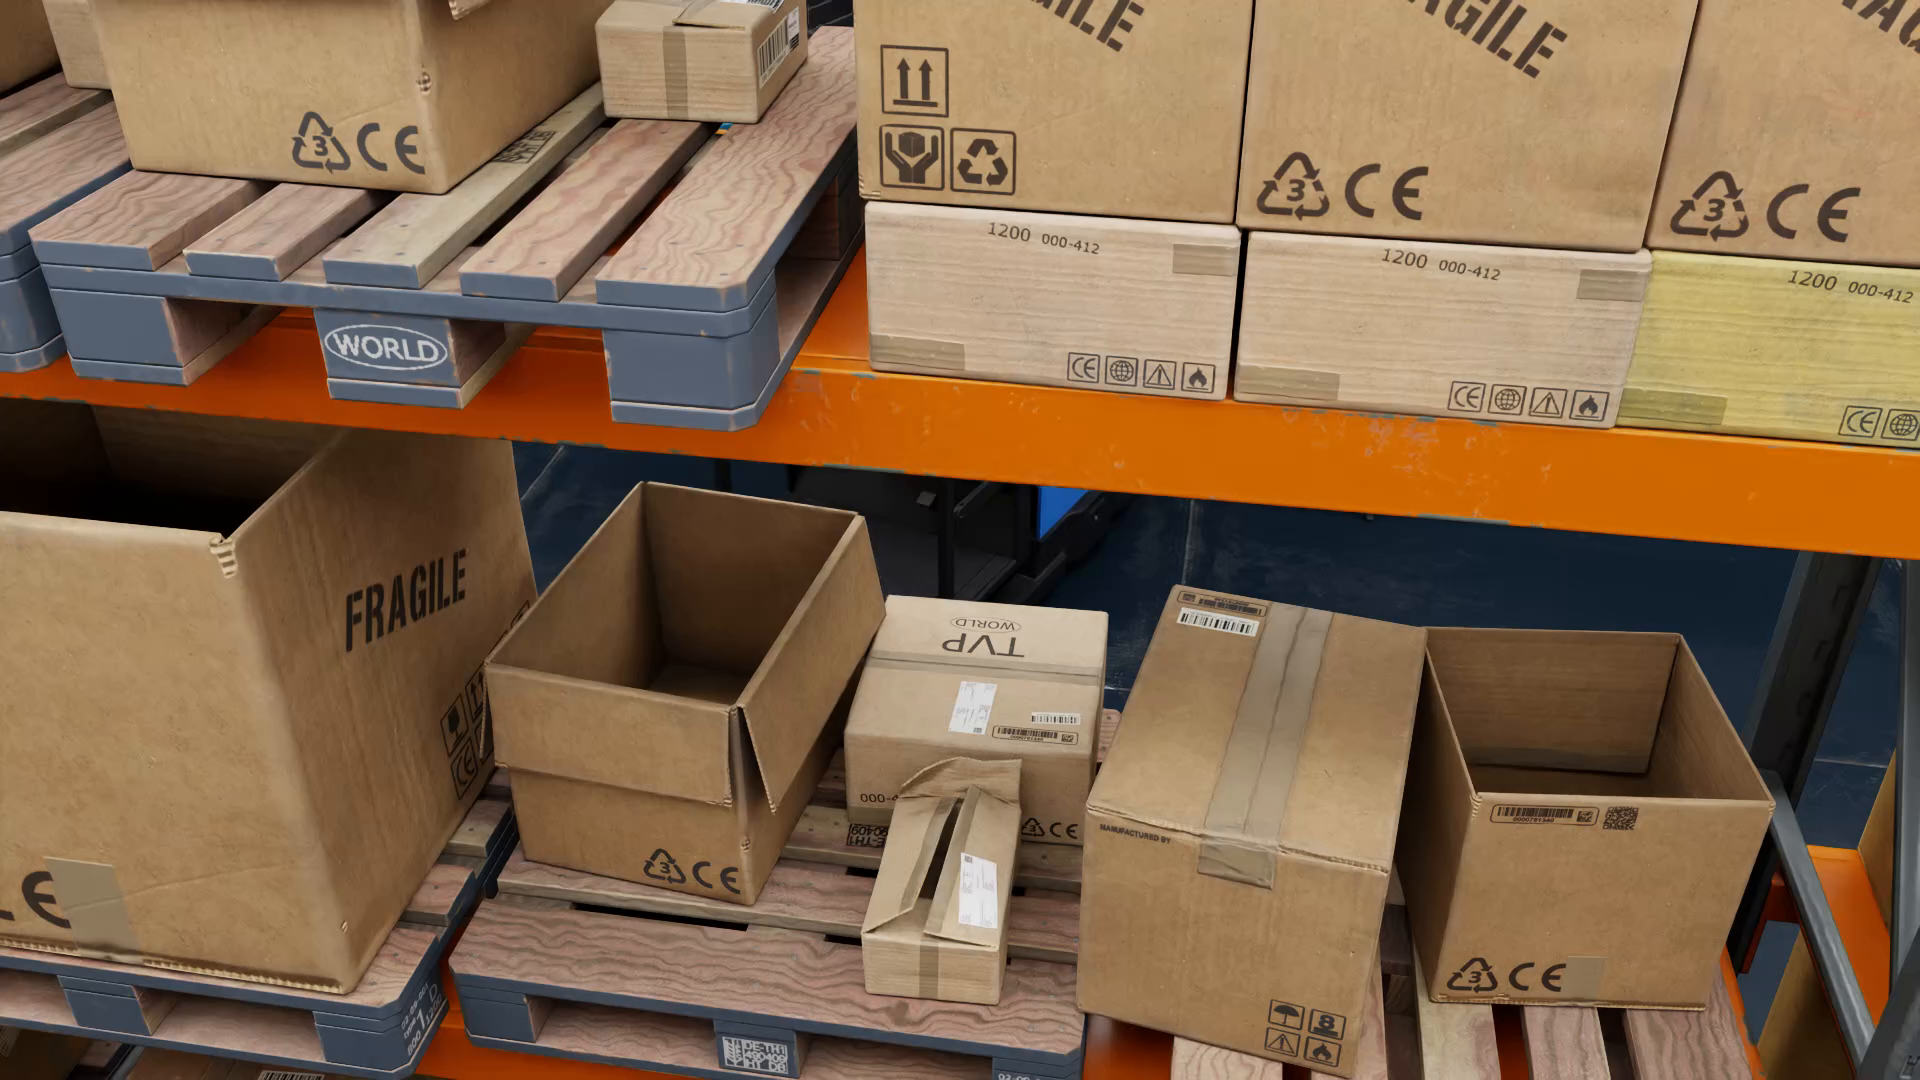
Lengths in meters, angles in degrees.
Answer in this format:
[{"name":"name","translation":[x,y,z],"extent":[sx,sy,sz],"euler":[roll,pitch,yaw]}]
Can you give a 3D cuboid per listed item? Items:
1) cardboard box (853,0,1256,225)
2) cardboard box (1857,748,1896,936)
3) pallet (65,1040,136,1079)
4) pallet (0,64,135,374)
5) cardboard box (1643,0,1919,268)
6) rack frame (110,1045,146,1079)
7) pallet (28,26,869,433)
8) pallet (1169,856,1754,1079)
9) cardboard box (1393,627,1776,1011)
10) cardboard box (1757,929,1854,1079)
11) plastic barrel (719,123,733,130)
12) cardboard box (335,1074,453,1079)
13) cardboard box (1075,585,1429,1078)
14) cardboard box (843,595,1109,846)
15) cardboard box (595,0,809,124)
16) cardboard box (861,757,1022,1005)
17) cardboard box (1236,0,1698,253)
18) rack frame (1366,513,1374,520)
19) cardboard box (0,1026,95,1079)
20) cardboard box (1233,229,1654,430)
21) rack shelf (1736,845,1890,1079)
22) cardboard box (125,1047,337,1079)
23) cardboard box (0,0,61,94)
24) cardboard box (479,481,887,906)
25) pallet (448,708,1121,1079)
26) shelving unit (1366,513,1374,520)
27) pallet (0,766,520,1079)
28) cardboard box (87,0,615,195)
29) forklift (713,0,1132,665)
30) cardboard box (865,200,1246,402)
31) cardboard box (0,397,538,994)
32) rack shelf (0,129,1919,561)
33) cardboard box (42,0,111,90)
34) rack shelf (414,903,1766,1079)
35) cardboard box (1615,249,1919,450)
[{"name":"cardboard box","translation":[0.156,-0.771,2.262],"extent":[0.500,0.500,0.500],"euler":[6,32,9]},{"name":"cardboard box","translation":[2.189,0.631,3.320],"extent":[0.500,0.500,0.500],"euler":[6,33,10]},{"name":"pallet","translation":[-2.950,1.543,4.587],"extent":[1.213,0.211,1.003],"euler":[5,32,8]},{"name":"pallet","translation":[-1.691,-0.679,2.857],"extent":[1.003,0.211,1.213],"euler":[5,32,8]},{"name":"cardboard box","translation":[1.149,-0.678,2.114],"extent":[0.500,0.500,0.500],"euler":[6,33,9]},{"name":"rack frame","translation":[-2.282,0.402,3.780],"extent":[0.127,3.000,1.000],"euler":[5,32,8]},{"name":"pallet","translation":[-0.668,-0.588,2.712],"extent":[1.003,0.211,1.213],"euler":[5,32,8]},{"name":"pallet","translation":[0.941,0.833,3.274],"extent":[1.003,0.211,1.213],"euler":[5,32,8]},{"name":"cardboard box","translation":[1.122,0.511,3.116],"extent":[0.500,0.500,0.500],"euler":[1,32,2]},{"name":"cardboard box","translation":[2.338,1.554,3.547],"extent":[0.875,0.875,1.225],"euler":[4,32,6]},{"name":"plastic barrel","translation":[-1.119,-2.208,7.478],"extent":[0.708,0.901,0.600],"euler":[5,32,8]},{"name":"cardboard box","translation":[-1.213,1.394,4.138],"extent":[0.500,0.500,0.700],"euler":[5,32,8]},{"name":"cardboard box","translation":[0.555,0.514,3.112],"extent":[0.500,0.500,0.700],"euler":[10,33,15]},{"name":"cardboard box","translation":[0.048,0.375,3.570],"extent":[0.500,0.250,0.500],"euler":[4,32,7]},{"name":"cardboard box","translation":[-0.417,-0.833,2.751],"extent":[0.250,0.166,0.380],"euler":[4,32,7]},{"name":"cardboard box","translation":[-0.028,0.630,3.146],"extent":[0.258,0.266,0.396],"euler":[4,32,7]},{"name":"cardboard box","translation":[0.641,-0.718,2.178],"extent":[0.500,0.500,0.500],"euler":[5,32,8]},{"name":"rack frame","translation":[1.889,-0.695,7.290],"extent":[0.032,1.125,0.500],"euler":[8,31,9]},{"name":"cardboard box","translation":[-2.670,1.227,4.423],"extent":[0.500,0.500,0.500],"euler":[4,32,7]},{"name":"cardboard box","translation":[0.660,-0.400,2.376],"extent":[0.500,0.250,0.500],"euler":[5,32,8]},{"name":"rack shelf","translation":[3.633,1.243,3.116],"extent":[4.000,0.370,1.077],"euler":[5,32,8]},{"name":"cardboard box","translation":[-1.680,1.341,4.221],"extent":[0.500,0.500,0.700],"euler":[3,32,4]},{"name":"cardboard box","translation":[-1.835,-0.997,2.696],"extent":[0.637,0.503,0.797],"euler":[4,32,6]},{"name":"cardboard box","translation":[-0.558,0.287,3.472],"extent":[0.637,0.503,0.797],"euler":[8,33,13]},{"name":"pallet","translation":[-0.297,0.685,3.509],"extent":[1.213,0.211,1.003],"euler":[5,32,8]},{"name":"shelving unit","translation":[1.392,-0.767,7.373],"extent":[1.048,1.125,0.538],"euler":[8,31,9]},{"name":"pallet","translation":[-1.553,0.628,3.601],"extent":[1.213,0.211,1.003],"euler":[5,32,8]},{"name":"cardboard box","translation":[-0.906,-0.914,2.562],"extent":[0.637,0.503,0.797],"euler":[6,33,10]},{"name":"forklift","translation":[-0.349,-0.906,5.935],"extent":[1.130,2.935,3.031],"euler":[17,36,25]},{"name":"cardboard box","translation":[0.165,-0.446,2.450],"extent":[0.500,0.250,0.500],"euler":[6,33,10]},{"name":"cardboard box","translation":[-1.522,0.114,3.280],"extent":[1.000,1.000,1.000],"euler":[5,32,9]},{"name":"rack shelf","translation":[-0.310,-0.386,2.890],"extent":[4.000,0.370,1.077],"euler":[5,32,8]},{"name":"cardboard box","translation":[-1.338,-0.959,2.858],"extent":[0.258,0.266,0.396],"euler":[6,33,10]},{"name":"rack shelf","translation":[-0.310,0.886,3.686],"extent":[4.000,0.370,1.077],"euler":[5,32,8]},{"name":"cardboard box","translation":[1.151,-0.363,2.317],"extent":[0.500,0.250,0.500],"euler":[5,32,8]}]
